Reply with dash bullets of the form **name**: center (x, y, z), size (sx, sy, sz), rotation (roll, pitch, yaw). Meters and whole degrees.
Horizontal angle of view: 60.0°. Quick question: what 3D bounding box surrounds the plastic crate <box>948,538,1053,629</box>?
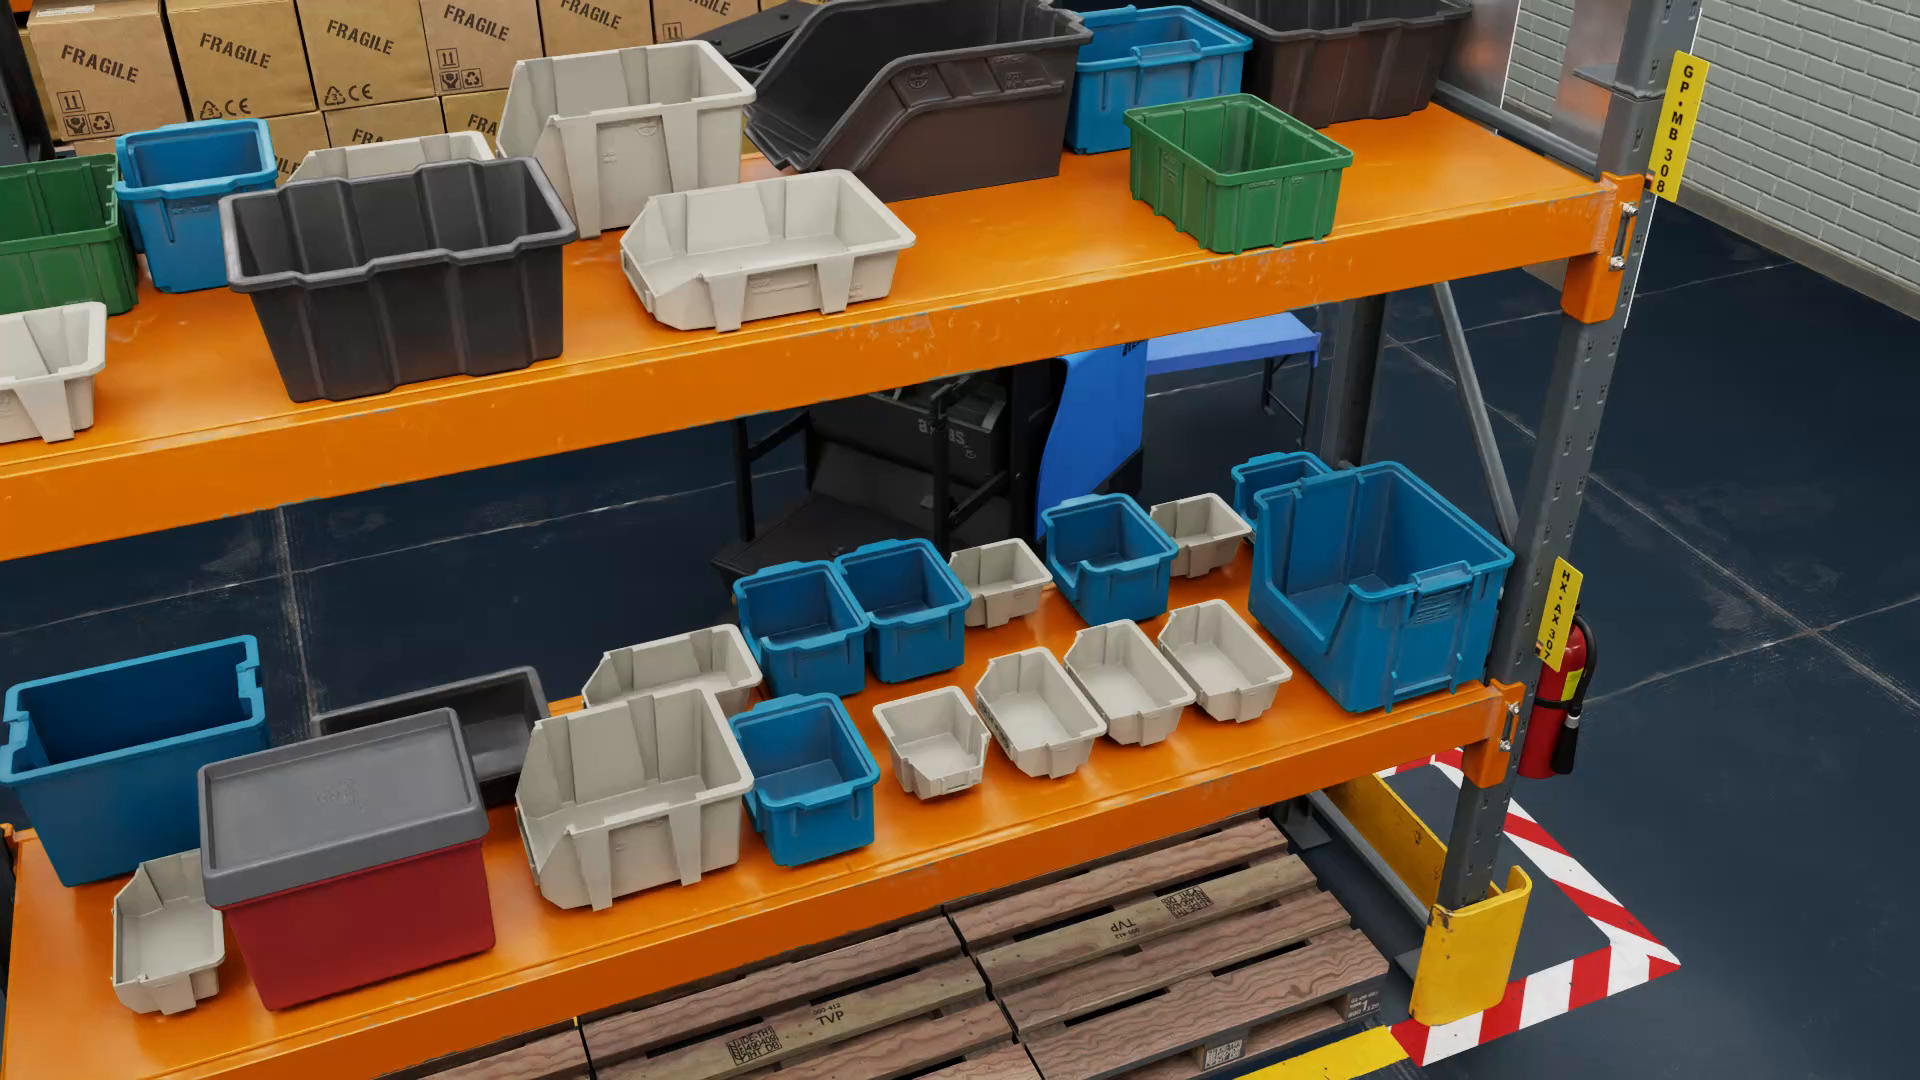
- **plastic crate**: center (0.095, 0.141, 4.970), size (0.298, 0.136, 0.250), rotation (-13, 35, -19)

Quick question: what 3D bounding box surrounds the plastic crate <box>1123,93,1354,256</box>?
- **plastic crate**: center (0.604, -0.817, 3.699), size (0.336, 0.188, 0.450), rotation (-13, 35, -19)

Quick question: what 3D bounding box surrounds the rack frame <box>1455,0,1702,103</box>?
- **rack frame**: center (1.403, -2.515, 3.364), size (0.127, 3.000, 1.000), rotation (-13, 35, -19)

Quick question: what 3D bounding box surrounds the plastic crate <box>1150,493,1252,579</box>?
- **plastic crate**: center (0.720, -0.002, 5.190), size (0.298, 0.136, 0.250), rotation (-13, 35, -19)

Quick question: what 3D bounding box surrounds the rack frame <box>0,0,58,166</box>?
- **rack frame**: center (-4.199, -1.647, 7.531), size (0.127, 3.000, 1.000), rotation (-13, 35, -19)

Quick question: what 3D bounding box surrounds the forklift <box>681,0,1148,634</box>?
- **forklift**: center (-0.345, -0.905, 6.453), size (1.130, 2.935, 3.031), rotation (19, 38, 27)

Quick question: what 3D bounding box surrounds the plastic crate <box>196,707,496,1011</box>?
- **plastic crate**: center (-1.365, 0.730, 3.764), size (0.583, 0.464, 0.402), rotation (-13, 35, -19)

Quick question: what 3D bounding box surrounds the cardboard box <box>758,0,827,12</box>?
- **cardboard box**: center (-0.815, -2.721, 8.172), size (0.500, 0.500, 0.500), rotation (-13, 35, -19)

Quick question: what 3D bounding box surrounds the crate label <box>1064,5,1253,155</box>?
- **crate label**: center (0.427, -1.163, 4.173), size (0.502, 0.251, 0.408), rotation (-13, 35, -19)

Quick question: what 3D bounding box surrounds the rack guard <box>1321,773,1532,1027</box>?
- **rack guard**: center (1.420, 1.036, 5.699), size (0.348, 0.500, 1.175), rotation (-13, 35, -19)

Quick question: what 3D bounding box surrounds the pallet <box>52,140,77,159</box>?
- **pallet**: center (-6.802, -2.768, 11.810), size (1.213, 0.211, 1.003), rotation (-13, 35, -19)

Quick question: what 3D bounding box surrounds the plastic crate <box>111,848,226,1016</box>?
- **plastic crate**: center (-1.801, 0.903, 3.798), size (0.243, 0.136, 0.396), rotation (-13, 35, -19)

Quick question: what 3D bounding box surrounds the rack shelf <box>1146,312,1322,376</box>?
- **rack shelf**: center (1.203, -0.978, 8.208), size (1.000, 0.185, 0.538), rotation (-10, 34, -15)

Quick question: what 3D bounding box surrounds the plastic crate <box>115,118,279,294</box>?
- **plastic crate**: center (-1.569, -0.696, 3.472), size (0.300, 0.233, 0.416), rotation (-13, 35, -19)

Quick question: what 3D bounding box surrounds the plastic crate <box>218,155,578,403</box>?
- **plastic crate**: center (-1.033, -0.483, 3.111), size (0.590, 0.269, 0.497), rotation (-13, 35, -19)

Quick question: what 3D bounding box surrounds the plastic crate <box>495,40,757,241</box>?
- **plastic crate**: center (-0.760, -0.895, 3.734), size (0.530, 0.282, 0.437), rotation (-13, 35, -19)

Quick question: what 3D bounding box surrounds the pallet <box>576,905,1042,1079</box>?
- **pallet**: center (-0.495, 1.579, 5.130), size (1.213, 0.211, 1.003), rotation (-13, 35, -19)

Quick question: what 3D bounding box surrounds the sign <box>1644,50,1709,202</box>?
- **sign**: center (1.631, -0.940, 3.790), size (0.005, 0.325, 0.100), rotation (-13, 35, -19)

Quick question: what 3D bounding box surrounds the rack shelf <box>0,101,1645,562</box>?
- **rack shelf**: center (-0.441, -0.534, 3.729), size (4.000, 0.370, 1.077), rotation (-13, 35, -19)

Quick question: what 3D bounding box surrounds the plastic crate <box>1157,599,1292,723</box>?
- **plastic crate**: center (0.721, 0.348, 4.651), size (0.243, 0.136, 0.396), rotation (-13, 35, -19)

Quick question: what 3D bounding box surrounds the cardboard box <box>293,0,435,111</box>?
- **cardboard box**: center (-2.706, -2.284, 7.501), size (0.500, 0.500, 0.500), rotation (-14, 36, -20)

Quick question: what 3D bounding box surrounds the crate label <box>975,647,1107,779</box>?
- **crate label**: center (0.201, 0.473, 4.459), size (0.243, 0.136, 0.396), rotation (-13, 35, -19)

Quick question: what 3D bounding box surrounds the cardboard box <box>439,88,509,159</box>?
- **cardboard box**: center (-2.222, -1.982, 7.954), size (0.500, 0.500, 0.500), rotation (-13, 35, -20)

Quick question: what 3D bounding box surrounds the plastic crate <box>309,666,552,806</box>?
- **plastic crate**: center (-1.357, 0.563, 4.331), size (0.590, 0.125, 0.437), rotation (-13, 35, -19)

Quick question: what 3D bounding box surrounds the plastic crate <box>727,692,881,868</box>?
- **plastic crate**: center (-0.391, 0.607, 4.165), size (0.300, 0.233, 0.416), rotation (-13, 35, -19)

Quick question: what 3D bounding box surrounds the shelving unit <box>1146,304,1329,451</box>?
- **shelving unit**: center (1.203, -1.129, 8.110), size (1.048, 1.500, 0.538), rotation (-10, 34, -15)

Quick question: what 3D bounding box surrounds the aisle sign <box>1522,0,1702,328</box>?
- **aisle sign**: center (1.583, -0.958, 4.088), size (0.004, 0.787, 0.394), rotation (-13, 35, -19)

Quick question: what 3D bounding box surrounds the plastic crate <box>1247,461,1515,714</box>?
- **plastic crate**: center (1.167, 0.124, 4.721), size (0.499, 0.435, 0.616), rotation (-13, 35, -19)

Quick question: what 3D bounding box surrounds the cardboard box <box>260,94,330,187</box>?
- **cardboard box**: center (-3.153, -1.769, 7.627), size (0.500, 0.500, 0.500), rotation (-12, 35, -18)

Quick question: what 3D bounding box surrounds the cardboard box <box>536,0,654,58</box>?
- **cardboard box**: center (-1.757, -2.502, 7.836), size (0.500, 0.500, 0.500), rotation (-12, 35, -18)

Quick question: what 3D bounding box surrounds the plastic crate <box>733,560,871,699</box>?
- **plastic crate**: center (-0.443, 0.273, 4.679), size (0.300, 0.233, 0.416), rotation (-13, 35, -19)

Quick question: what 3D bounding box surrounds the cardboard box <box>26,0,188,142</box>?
- **cardboard box**: center (-3.656, -2.066, 7.167), size (0.500, 0.500, 0.500), rotation (-12, 35, -18)
